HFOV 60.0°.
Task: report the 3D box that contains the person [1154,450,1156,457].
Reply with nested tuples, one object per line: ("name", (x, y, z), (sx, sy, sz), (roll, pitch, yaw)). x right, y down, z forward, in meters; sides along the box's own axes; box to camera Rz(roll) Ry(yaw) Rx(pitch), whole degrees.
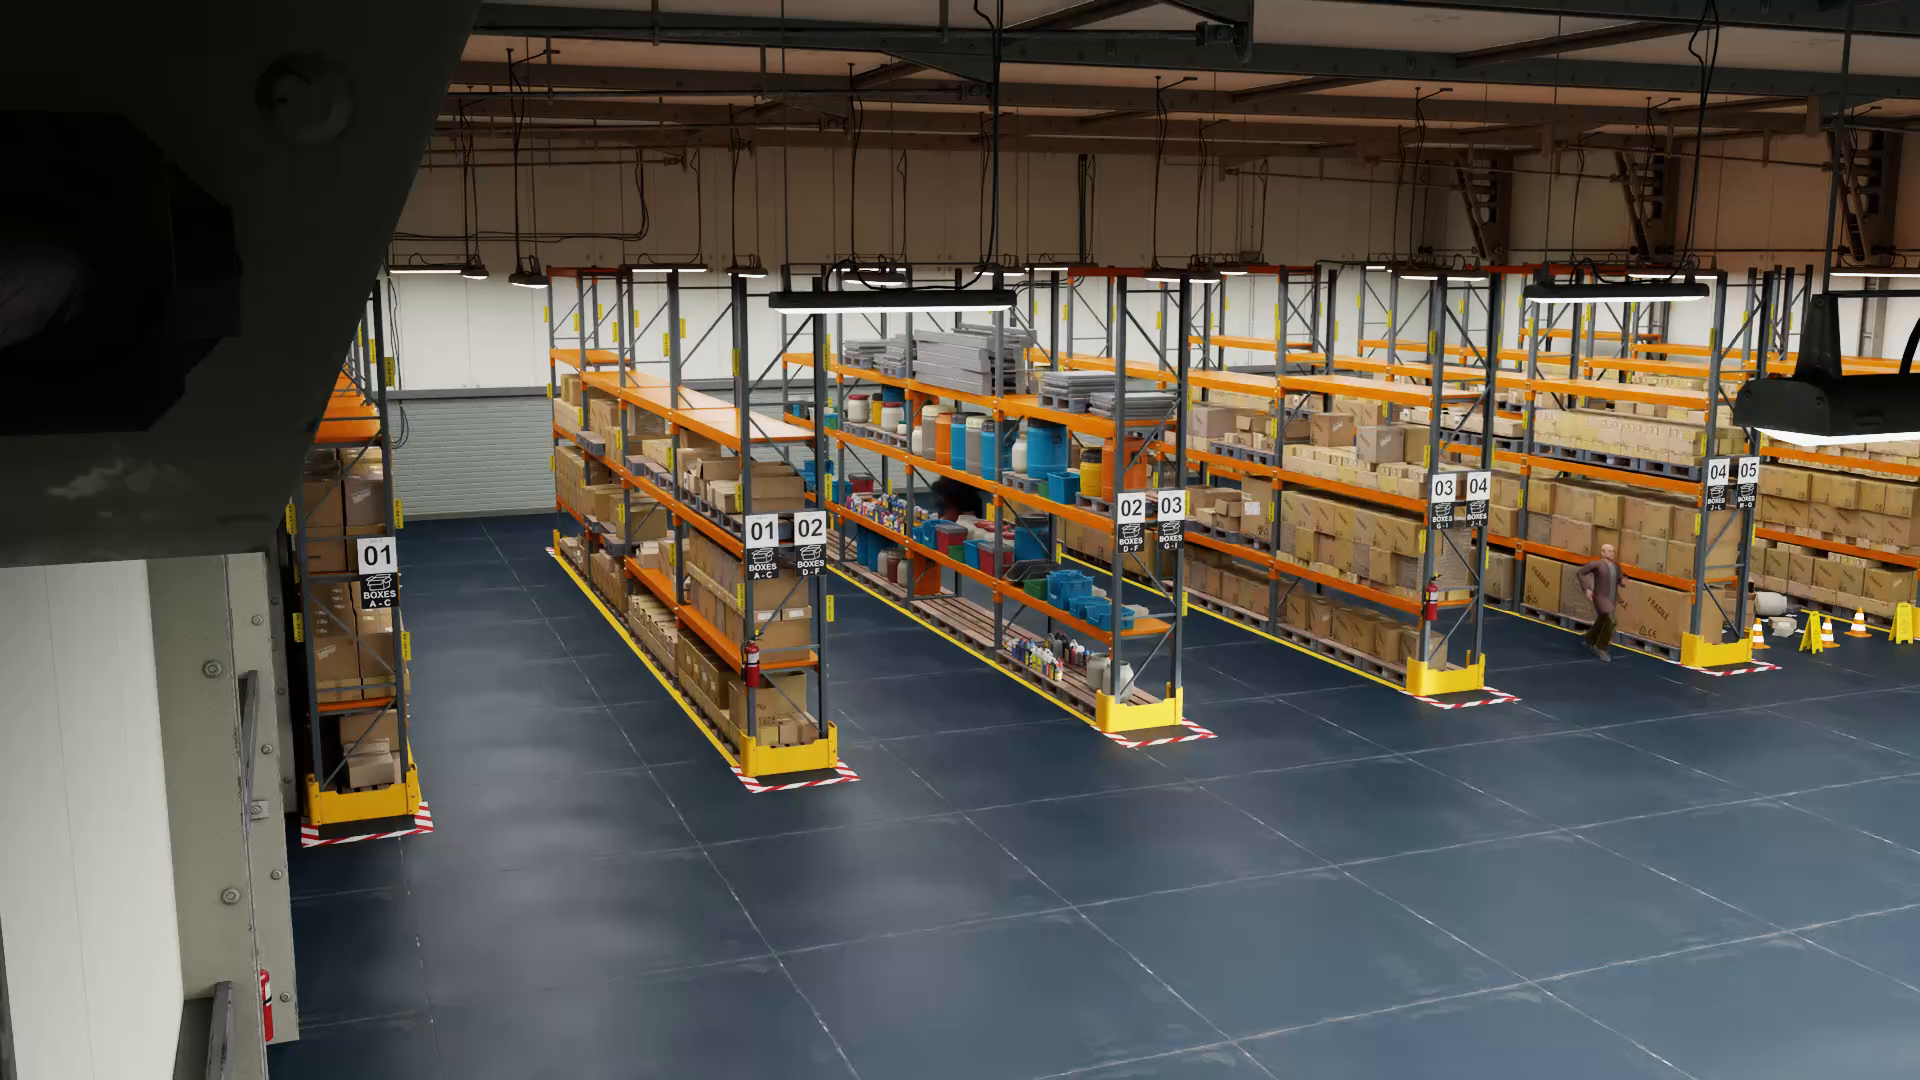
("person", (4.828, -1.572, 40.890), (0.575, 1.690, 0.816), (9, 13, 42))

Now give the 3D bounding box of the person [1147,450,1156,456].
("person", (4.432, -1.279, 39.096), (0.624, 1.685, 0.836), (1, 10, 3))

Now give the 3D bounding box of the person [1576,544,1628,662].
("person", (10.063, 0.974, 25.984), (0.670, 1.846, 0.829), (-6, 11, -30))
